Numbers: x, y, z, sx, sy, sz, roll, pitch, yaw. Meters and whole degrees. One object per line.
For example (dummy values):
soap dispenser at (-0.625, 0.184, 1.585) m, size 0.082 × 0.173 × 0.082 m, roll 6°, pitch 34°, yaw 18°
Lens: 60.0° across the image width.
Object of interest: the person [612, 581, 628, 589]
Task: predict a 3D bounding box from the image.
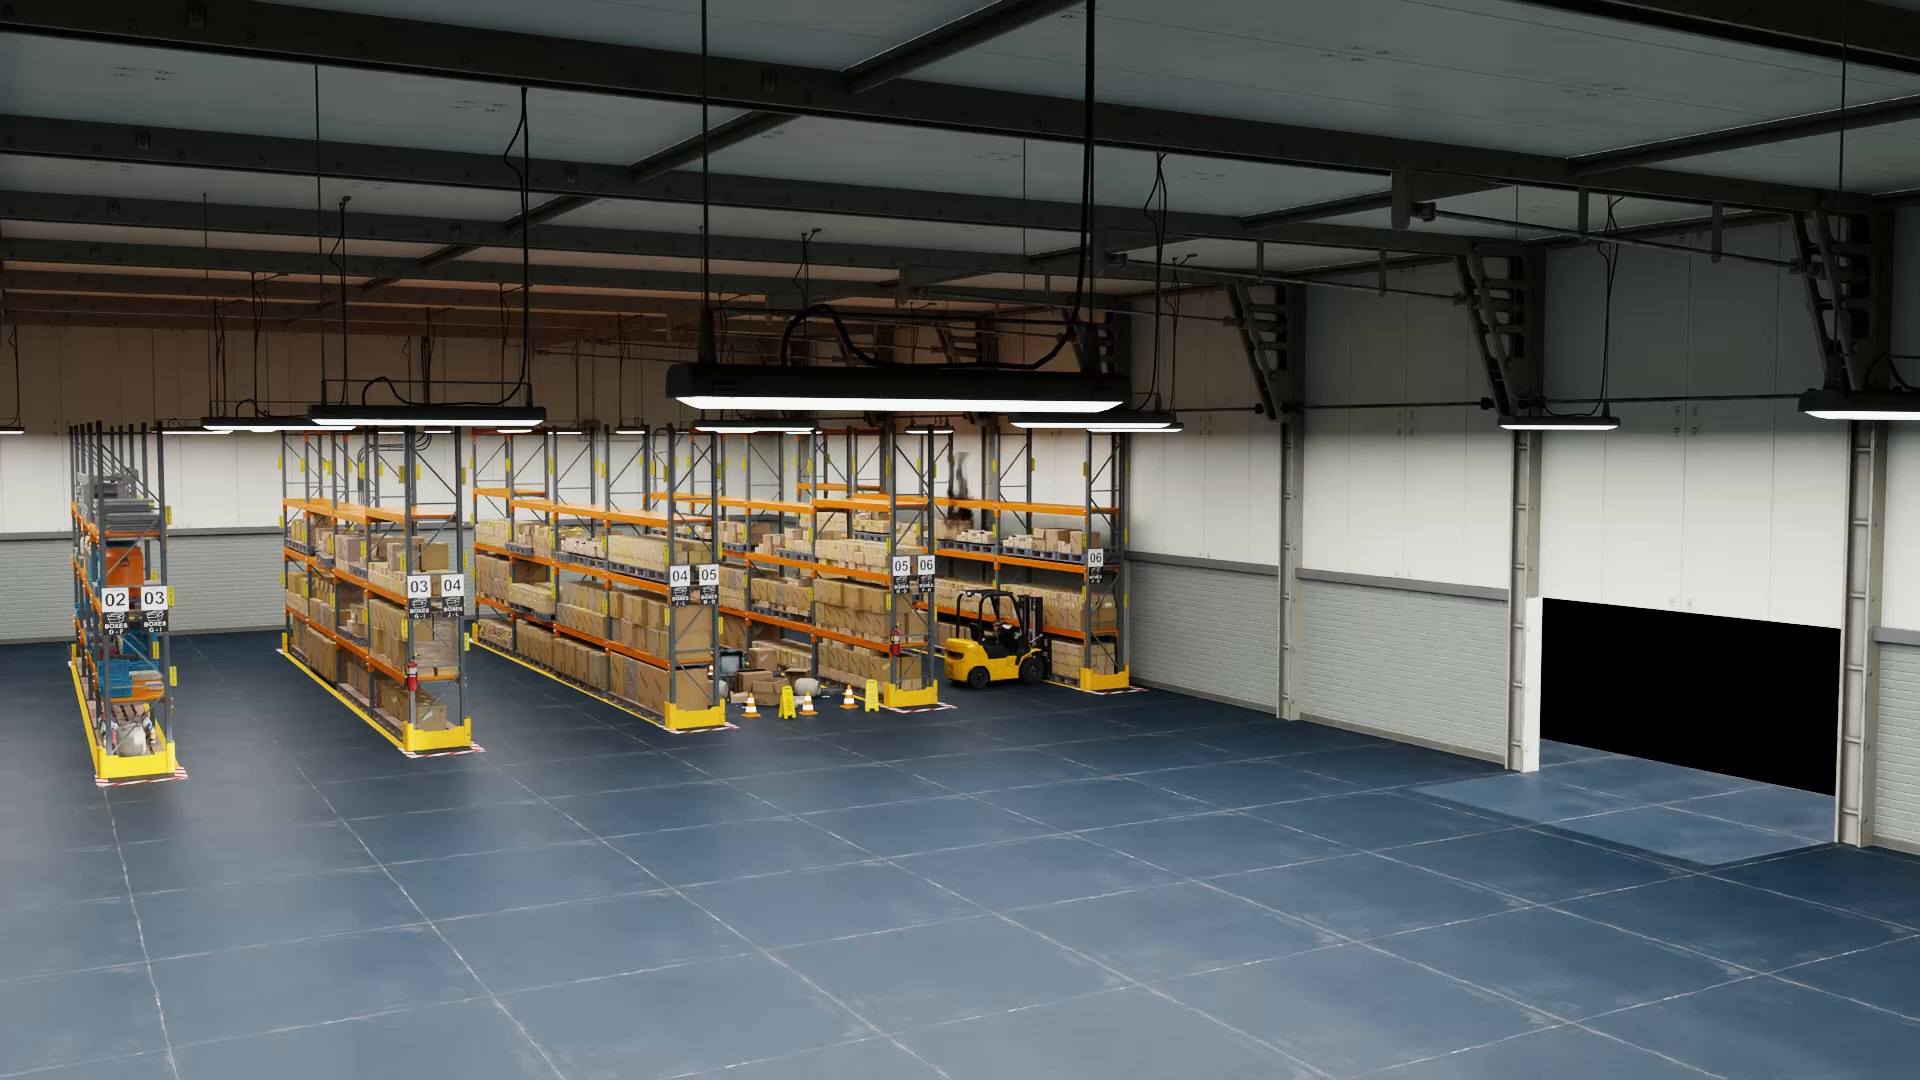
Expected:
person at (-10.579, 1.688, 51.365) m, size 0.551 × 1.678 × 0.948 m, roll 3°, pitch 4°, yaw 37°
